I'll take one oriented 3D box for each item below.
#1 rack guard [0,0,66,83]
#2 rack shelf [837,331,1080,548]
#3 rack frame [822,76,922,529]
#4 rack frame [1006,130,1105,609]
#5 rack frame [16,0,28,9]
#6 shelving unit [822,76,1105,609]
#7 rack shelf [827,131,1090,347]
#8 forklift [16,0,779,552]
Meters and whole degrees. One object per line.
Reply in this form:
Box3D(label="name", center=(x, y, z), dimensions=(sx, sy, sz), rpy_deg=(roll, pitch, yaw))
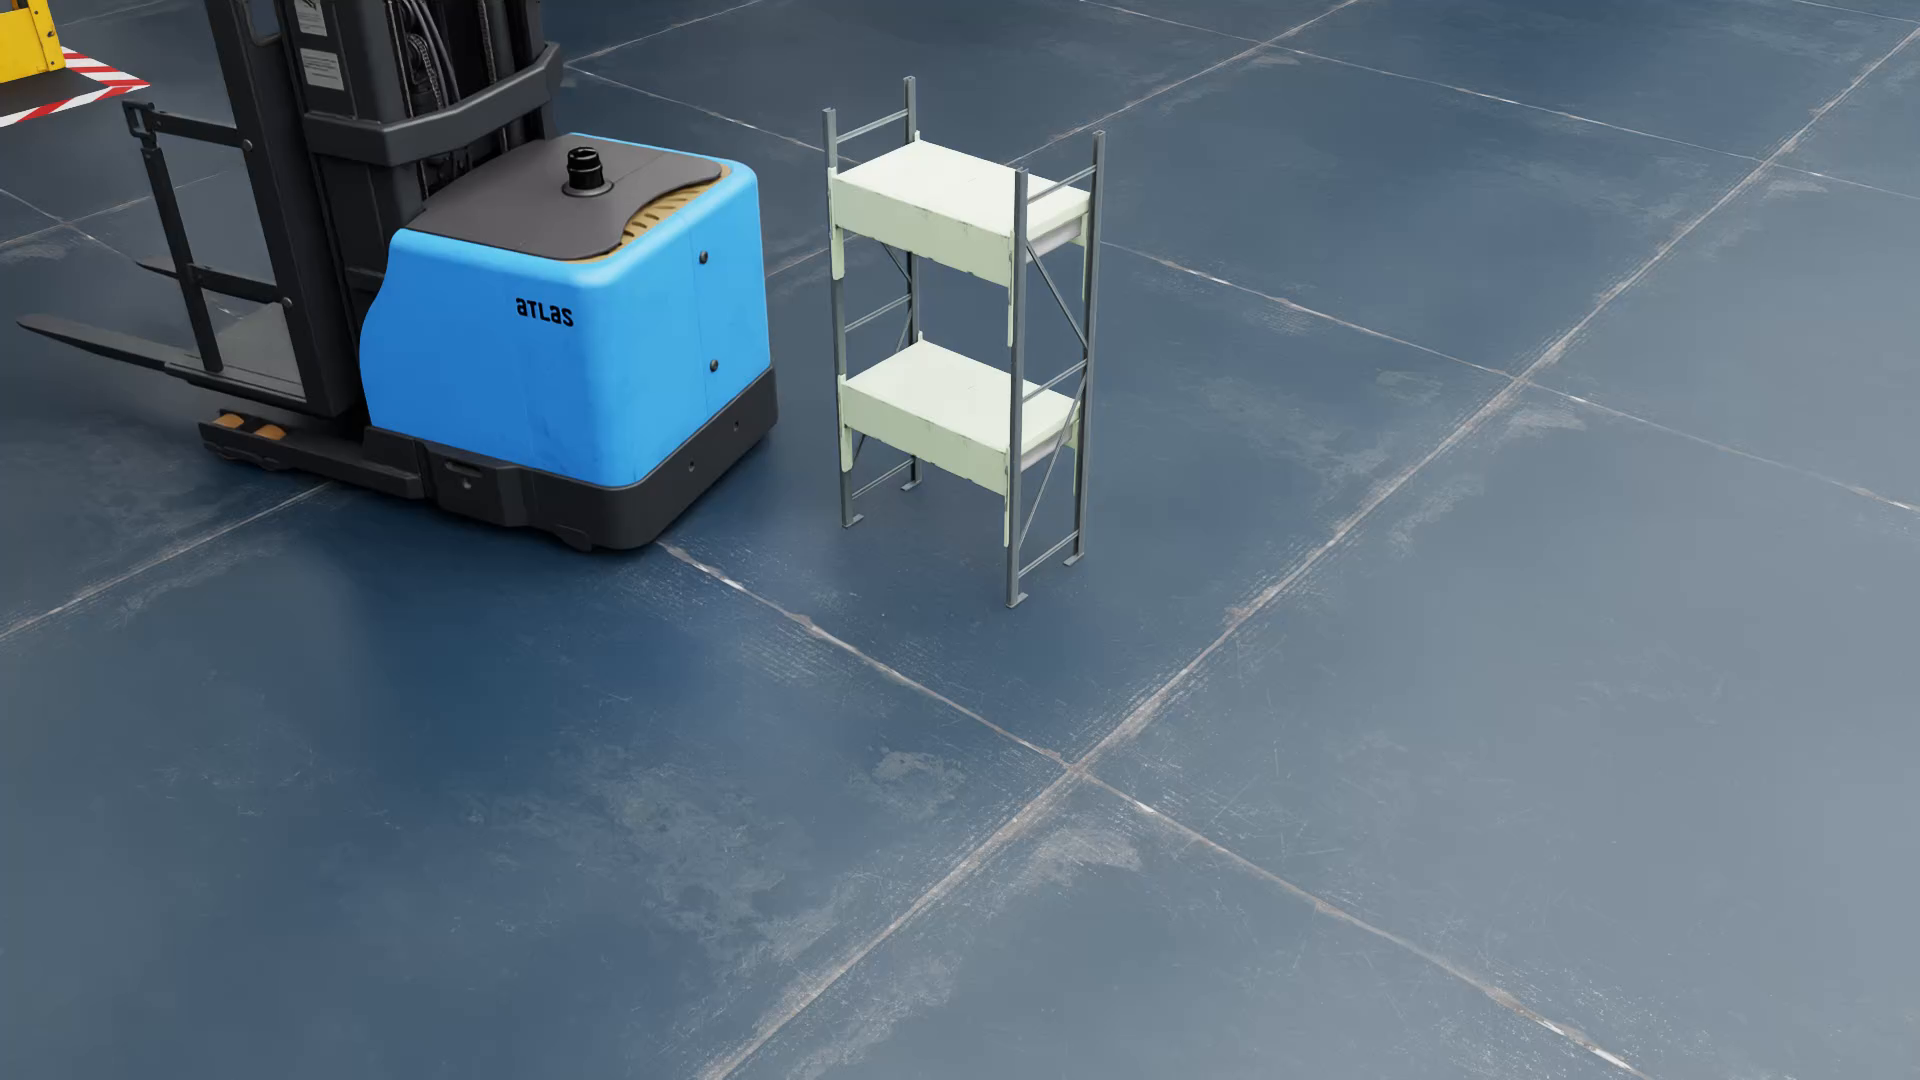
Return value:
Box3D(label="rack guard", center=(-5.765, -2.816, 9.409), dimensions=(0.348, 0.500, 1.175), rpy_deg=(25, 42, 32))
Box3D(label="rack shelf", center=(0.005, -0.347, 5.506), dimensions=(0.720, 0.370, 0.431), rpy_deg=(25, 42, 32))
Box3D(label="rack frame", center=(-0.276, -0.748, 5.515), dimensions=(0.023, 1.500, 0.400), rpy_deg=(25, 42, 32))
Box3D(label="rack frame", center=(0.286, -0.483, 5.129), dimensions=(0.023, 1.500, 0.400), rpy_deg=(25, 42, 32))
Box3D(label="rack frame", center=(-5.676, -3.840, 8.691), dimensions=(0.127, 3.000, 1.000), rpy_deg=(25, 42, 32))
Box3D(label="shelving unit", center=(0.005, -0.616, 5.322), dimensions=(0.755, 1.500, 0.431), rpy_deg=(25, 42, 32))
Box3D(label="rack shelf", center=(0.005, -0.938, 5.101), dimensions=(0.720, 0.370, 0.431), rpy_deg=(25, 42, 32))
Box3D(label="forklift", center=(-2.248, -1.719, 5.664), dimensions=(3.031, 2.935, 1.130), rpy_deg=(14, 37, 20))
